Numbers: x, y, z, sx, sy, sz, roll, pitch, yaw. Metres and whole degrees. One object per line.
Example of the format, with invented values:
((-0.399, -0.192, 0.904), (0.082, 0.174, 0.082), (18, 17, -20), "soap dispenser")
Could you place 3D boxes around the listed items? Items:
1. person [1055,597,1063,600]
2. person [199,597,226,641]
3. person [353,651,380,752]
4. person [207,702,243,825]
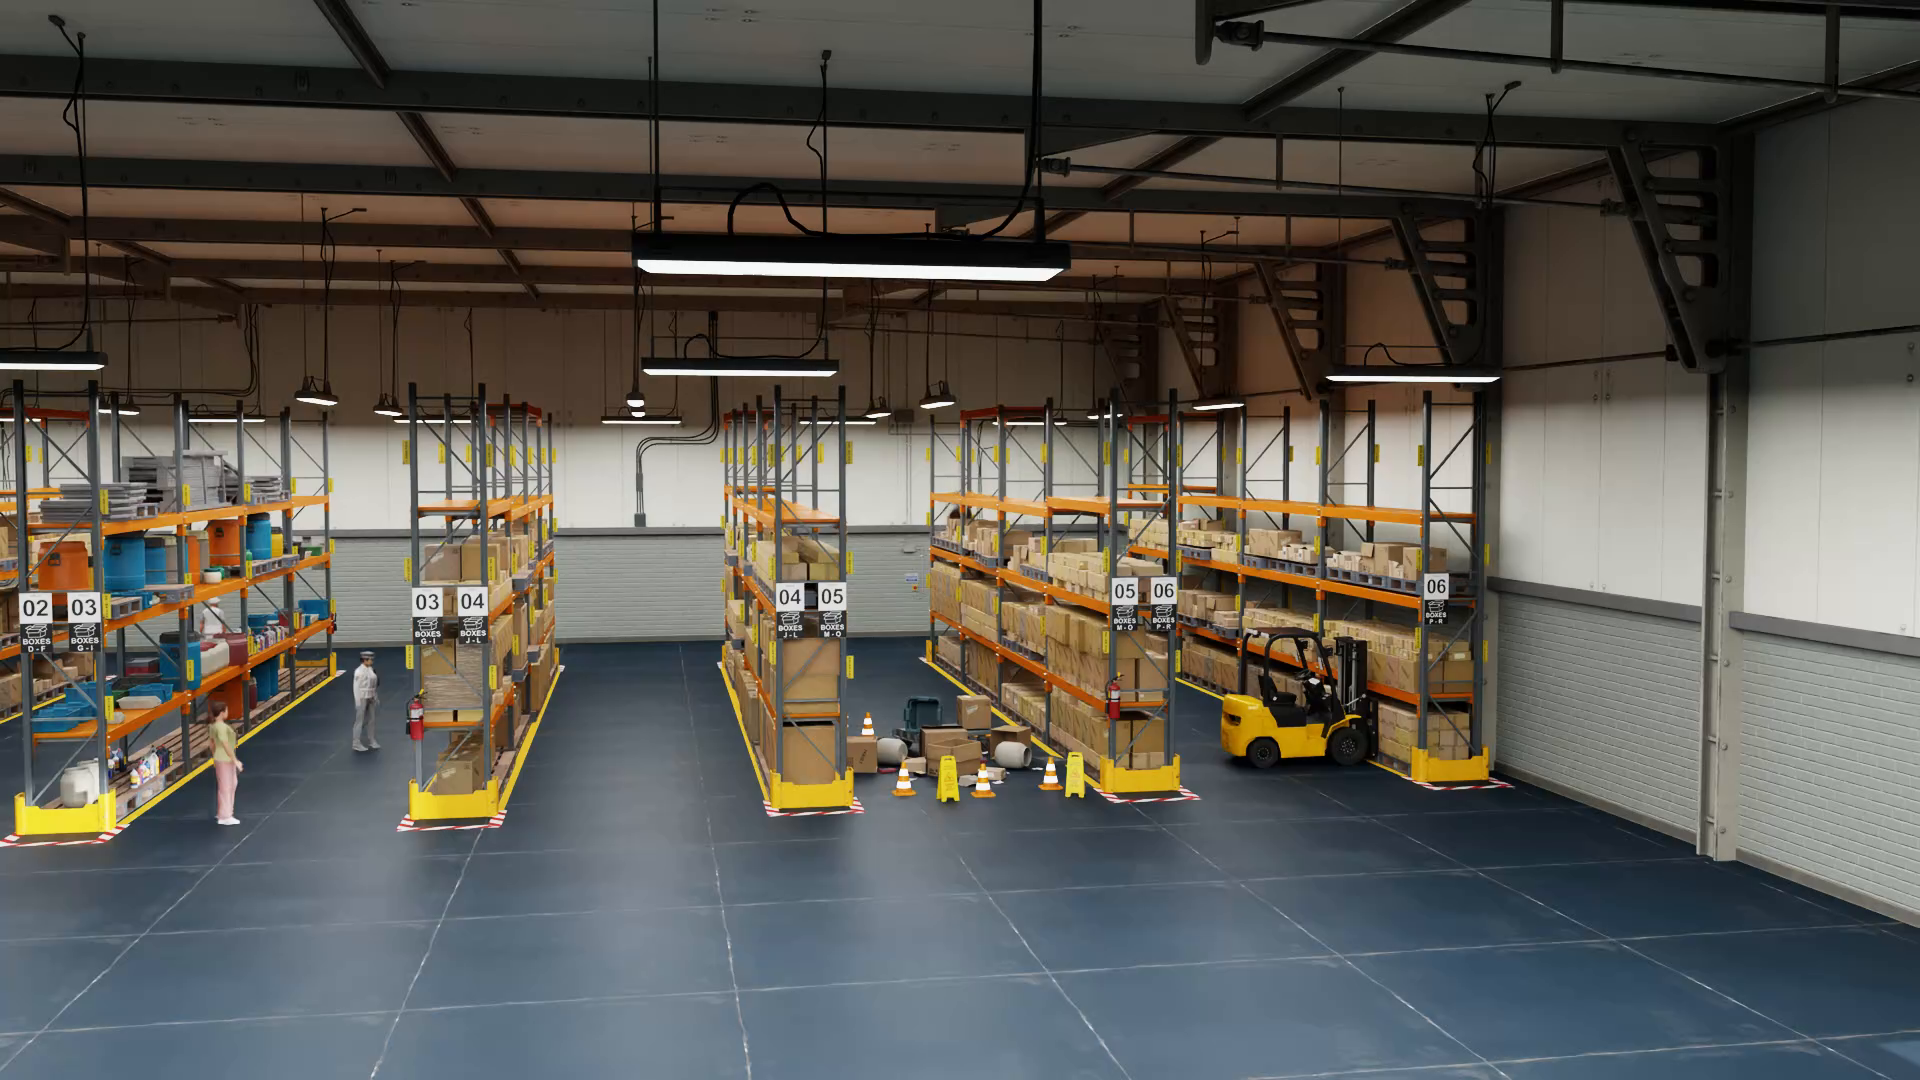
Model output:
((2.167, 2.096, 38.748), (0.509, 1.547, 0.841), (-1, 3, -24), "person")
((-17.093, 2.193, 38.015), (0.677, 1.829, 0.376), (0, 3, -3), "person")
((-10.135, 2.731, 28.405), (0.359, 1.665, 0.561), (1, 3, 18), "person")
((-9.968, 3.041, 22.603), (0.465, 1.717, 0.521), (-1, 3, -14), "person")
